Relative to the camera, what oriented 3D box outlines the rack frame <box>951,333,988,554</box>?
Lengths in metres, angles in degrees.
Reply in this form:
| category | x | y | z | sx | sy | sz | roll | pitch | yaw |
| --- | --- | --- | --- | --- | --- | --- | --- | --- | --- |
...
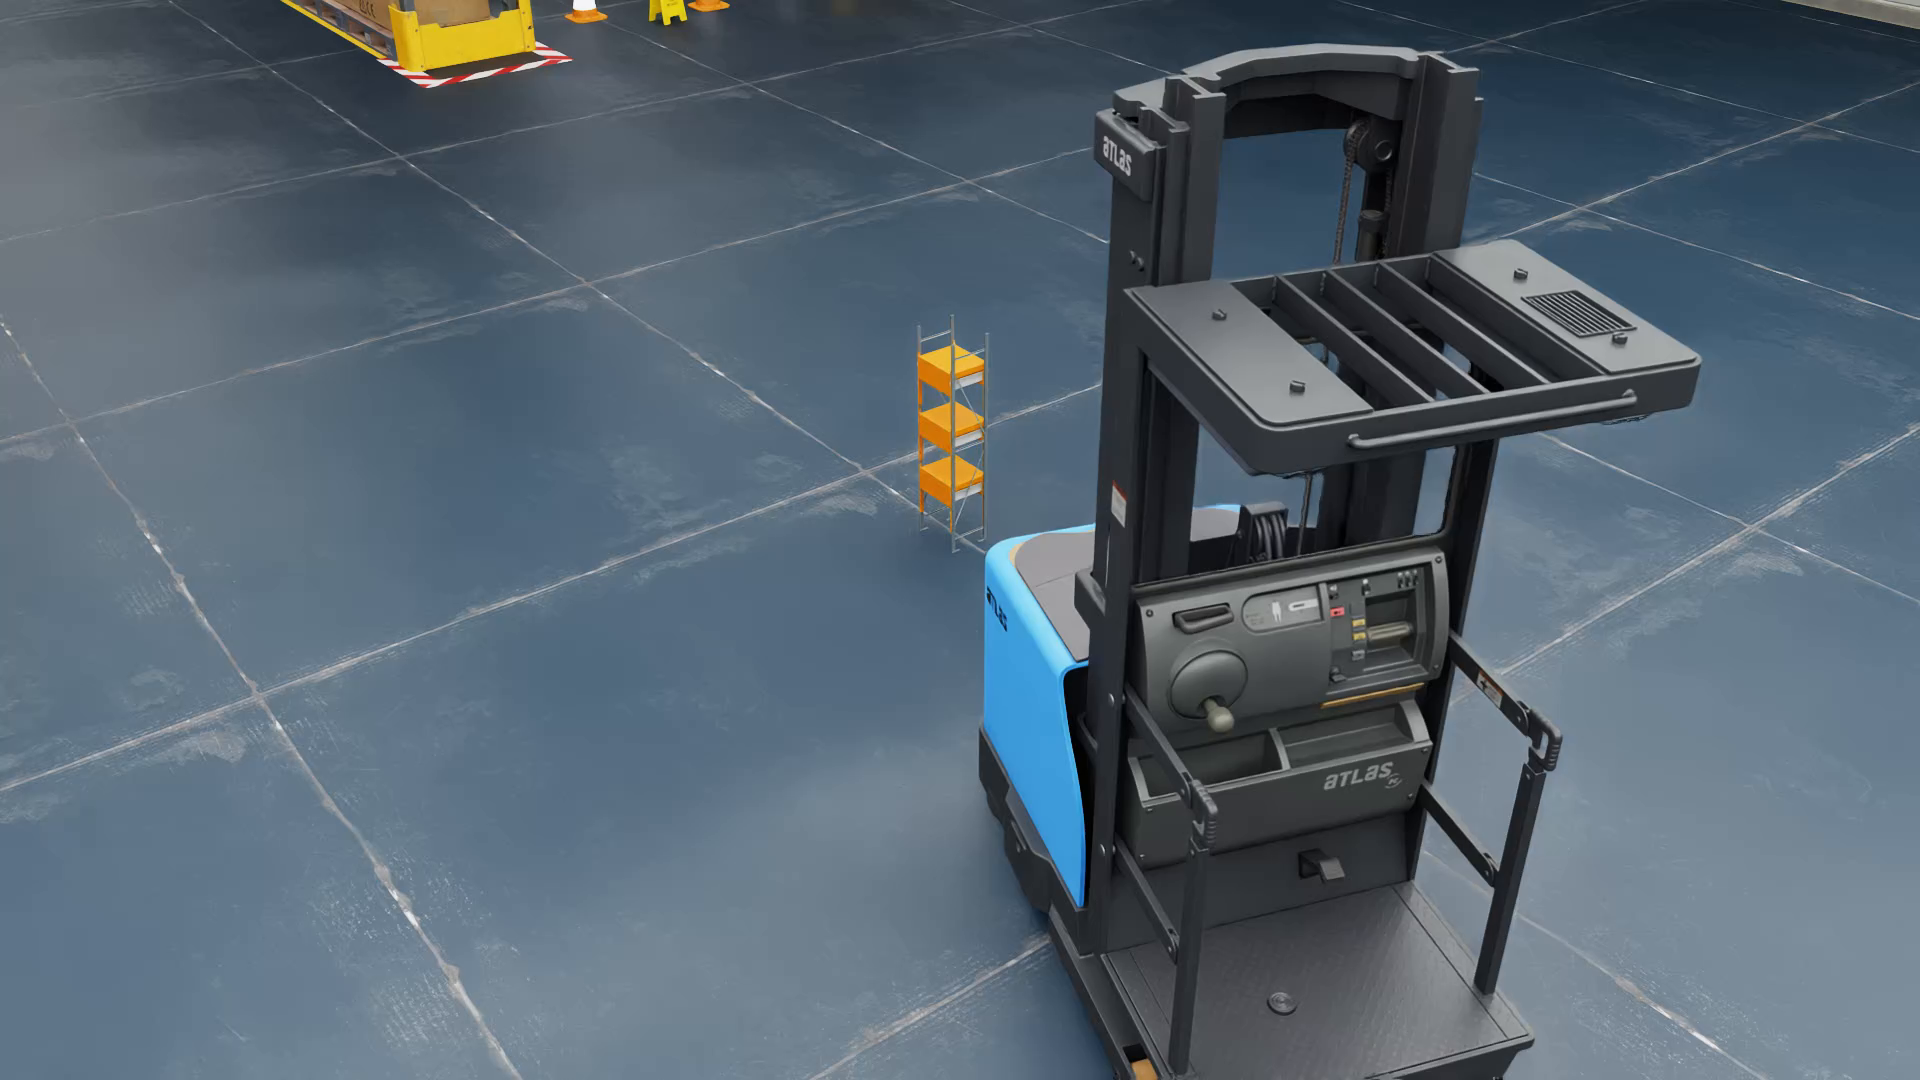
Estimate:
| category | x | y | z | sx | sy | sz | roll | pitch | yaw |
| --- | --- | --- | --- | --- | --- | --- | --- | --- | --- |
| rack frame | 0.042 | -0.417 | 7.427 | 0.200 | 1.050 | 0.008 | -22 | 38 | -31 |

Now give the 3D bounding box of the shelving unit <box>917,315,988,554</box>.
| category | x | y | z | sx | sy | sz | roll | pitch | yaw |
| --- | --- | --- | --- | --- | --- | --- | --- | --- | --- |
| shelving unit | -0.033 | -0.468 | 7.509 | 0.215 | 1.050 | 0.252 | -22 | 38 | -31 |

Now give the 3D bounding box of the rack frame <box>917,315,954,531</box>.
| category | x | y | z | sx | sy | sz | roll | pitch | yaw |
| --- | --- | --- | --- | --- | --- | --- | --- | --- | --- |
| rack frame | -0.108 | -0.519 | 7.591 | 0.200 | 1.050 | 0.008 | -22 | 38 | -31 |

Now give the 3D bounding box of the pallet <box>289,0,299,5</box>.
| category | x | y | z | sx | sy | sz | roll | pitch | yaw |
| --- | --- | --- | --- | --- | --- | --- | --- | --- | --- |
| pallet | -6.368 | -5.658 | 16.660 | 1.003 | 0.211 | 1.213 | -22 | 38 | -31 |

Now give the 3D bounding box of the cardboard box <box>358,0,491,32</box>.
| category | x | y | z | sx | sy | sz | roll | pitch | yaw |
| --- | --- | --- | --- | --- | --- | --- | --- | --- | --- |
| cardboard box | -4.788 | -5.055 | 14.661 | 0.875 | 0.875 | 0.875 | -22 | 38 | -31 |

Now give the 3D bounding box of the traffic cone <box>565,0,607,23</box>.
| category | x | y | z | sx | sy | sz | roll | pitch | yaw |
| --- | --- | --- | --- | --- | --- | --- | --- | --- | --- |
| traffic cone | -3.523 | -5.121 | 15.556 | 0.336 | 0.463 | 0.334 | -22 | 38 | -31 |

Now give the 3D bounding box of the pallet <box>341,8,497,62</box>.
| category | x | y | z | sx | sy | sz | roll | pitch | yaw |
| --- | --- | --- | --- | --- | --- | --- | --- | --- | --- |
| pallet | -4.872 | -4.641 | 15.023 | 1.003 | 0.211 | 1.213 | -22 | 38 | -31 |

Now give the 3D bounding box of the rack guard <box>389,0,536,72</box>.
| category | x | y | z | sx | sy | sz | roll | pitch | yaw |
| --- | --- | --- | --- | --- | --- | --- | --- | --- | --- |
| rack guard | -4.305 | -4.446 | 14.434 | 1.175 | 0.500 | 0.348 | -22 | 38 | -31 |

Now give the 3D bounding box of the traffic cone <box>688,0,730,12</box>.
| category | x | y | z | sx | sy | sz | roll | pitch | yaw |
| --- | --- | --- | --- | --- | --- | --- | --- | --- | --- |
| traffic cone | -2.422 | -5.345 | 15.917 | 0.336 | 0.463 | 0.334 | -22 | 38 | -31 |

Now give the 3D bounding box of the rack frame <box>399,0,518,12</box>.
| category | x | y | z | sx | sy | sz | roll | pitch | yaw |
| --- | --- | --- | --- | --- | --- | --- | --- | --- | --- |
| rack frame | -4.320 | -5.518 | 13.791 | 1.000 | 3.000 | 0.127 | -22 | 38 | -31 |

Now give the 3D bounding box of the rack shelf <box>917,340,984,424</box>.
| category | x | y | z | sx | sy | sz | roll | pitch | yaw |
| --- | --- | --- | --- | --- | --- | --- | --- | --- | --- |
| rack shelf | -0.033 | -0.700 | 7.365 | 0.215 | 0.259 | 0.240 | -22 | 38 | -31 |

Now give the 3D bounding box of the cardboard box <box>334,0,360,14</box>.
| category | x | y | z | sx | sy | sz | roll | pitch | yaw |
| --- | --- | --- | --- | --- | --- | --- | --- | --- | --- |
| cardboard box | -5.329 | -5.421 | 15.251 | 0.875 | 0.875 | 0.875 | -23 | 39 | -32 |

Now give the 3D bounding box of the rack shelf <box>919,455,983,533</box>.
| category | x | y | z | sx | sy | sz | roll | pitch | yaw |
| --- | --- | --- | --- | --- | --- | --- | --- | --- | --- |
| rack shelf | -0.033 | -0.223 | 7.661 | 0.215 | 0.259 | 0.240 | -22 | 38 | -31 |

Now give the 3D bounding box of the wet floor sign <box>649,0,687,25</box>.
| category | x | y | z | sx | sy | sz | roll | pitch | yaw |
| --- | --- | --- | --- | --- | --- | --- | --- | --- | --- |
| wet floor sign | -2.738 | -5.146 | 15.424 | 0.232 | 0.644 | 0.267 | 26 | 40 | 35 |

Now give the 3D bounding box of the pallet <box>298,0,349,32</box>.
| category | x | y | z | sx | sy | sz | roll | pitch | yaw |
| --- | --- | --- | --- | --- | --- | --- | --- | --- | --- |
| pallet | -5.616 | -5.149 | 15.841 | 1.003 | 0.211 | 1.213 | -22 | 38 | -31 |

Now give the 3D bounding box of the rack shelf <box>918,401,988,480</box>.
| category | x | y | z | sx | sy | sz | roll | pitch | yaw |
| --- | --- | --- | --- | --- | --- | --- | --- | --- | --- |
| rack shelf | -0.033 | -0.459 | 7.515 | 0.215 | 0.259 | 0.240 | -22 | 38 | -31 |

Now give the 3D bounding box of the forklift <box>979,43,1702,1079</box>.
| category | x | y | z | sx | sy | sz | roll | pitch | yaw |
| --- | --- | --- | --- | --- | --- | --- | --- | --- | --- |
| forklift | 1.001 | 0.334 | 4.435 | 1.130 | 2.935 | 3.031 | -9 | 33 | -15 |
